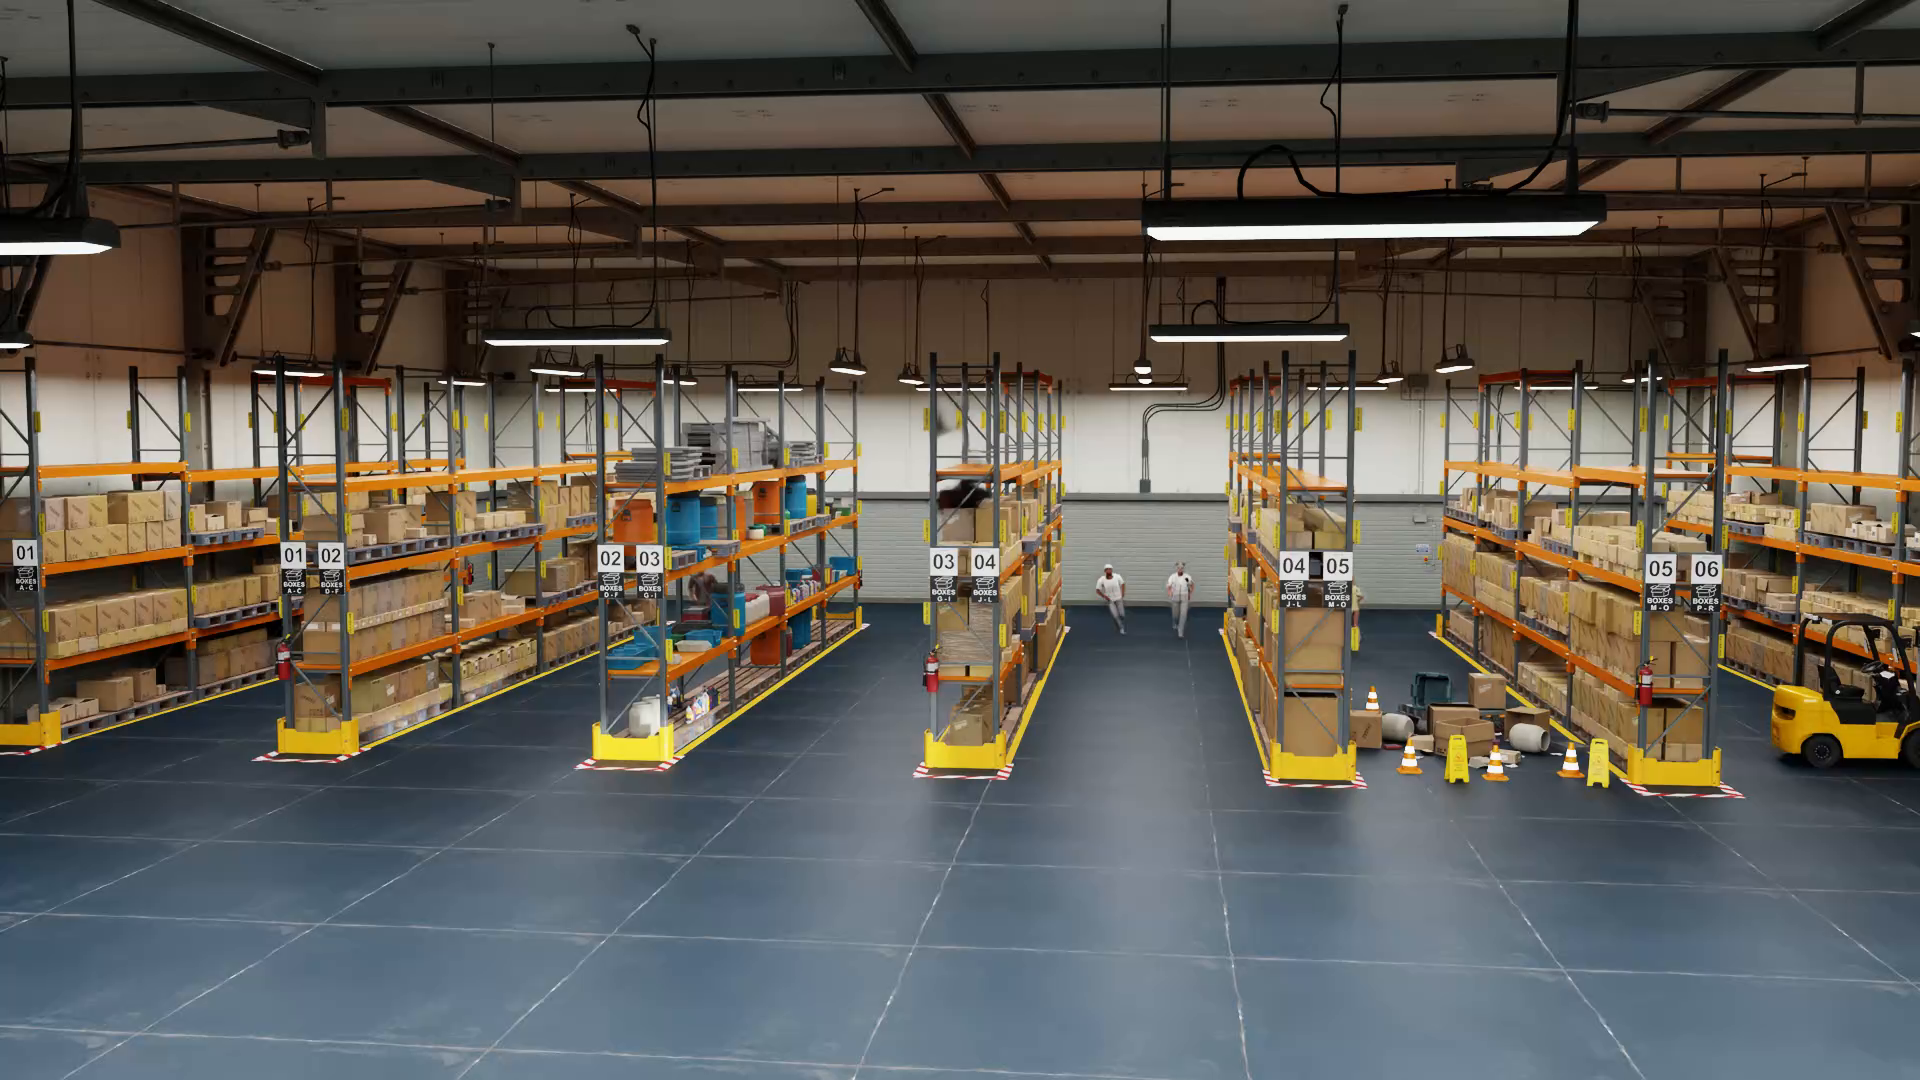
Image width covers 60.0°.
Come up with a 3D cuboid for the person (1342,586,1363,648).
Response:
[{"bbox_3d":[8.567,1.619,36.426,0.579,1.658,1.060,0,4,-6],"label":"person"}]

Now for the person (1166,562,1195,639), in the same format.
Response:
[{"bbox_3d":[5.152,1.386,38.887,0.665,1.765,0.817,0,4,6],"label":"person"}]

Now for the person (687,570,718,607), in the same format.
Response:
[{"bbox_3d":[-5.969,1.427,38.675,0.736,1.749,0.790,0,4,-1],"label":"person"}]

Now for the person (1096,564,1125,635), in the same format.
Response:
[{"bbox_3d":[3.578,1.391,39.270,0.738,1.673,0.596,0,4,-5],"label":"person"}]
